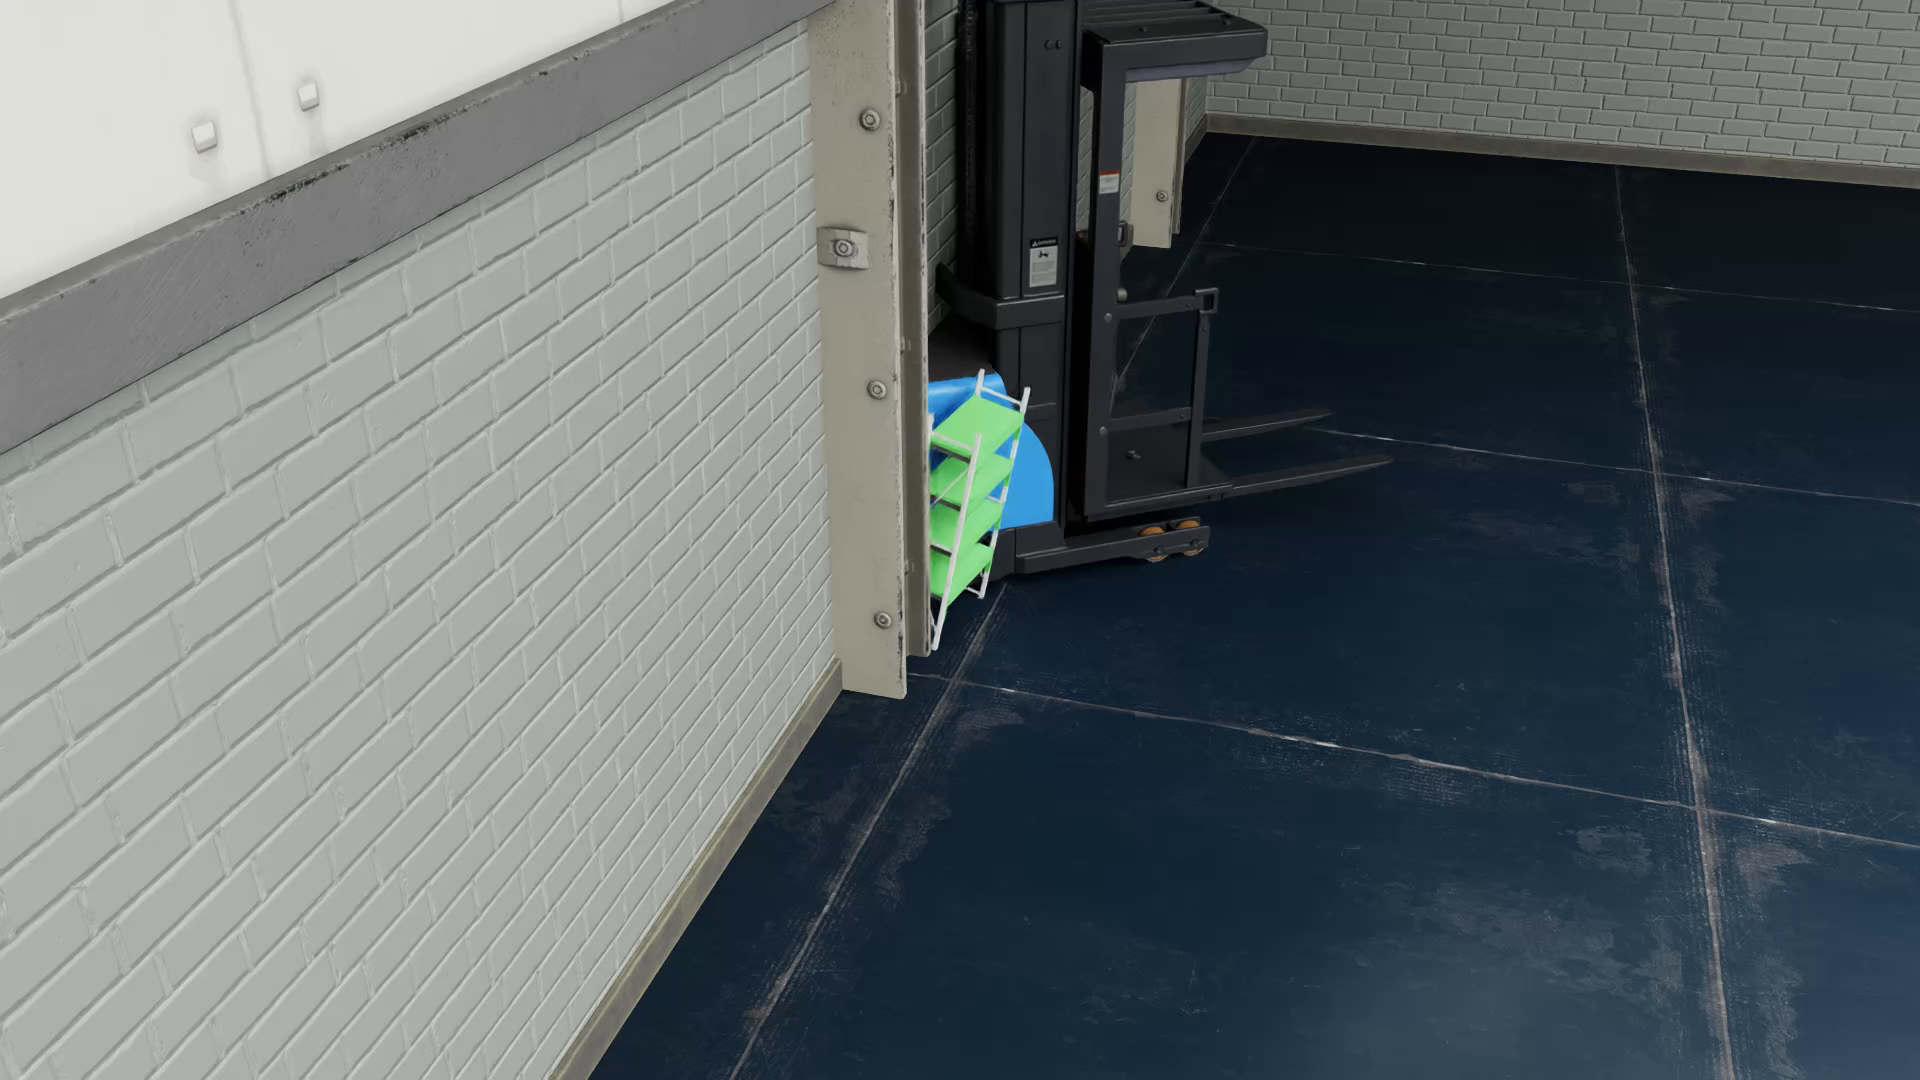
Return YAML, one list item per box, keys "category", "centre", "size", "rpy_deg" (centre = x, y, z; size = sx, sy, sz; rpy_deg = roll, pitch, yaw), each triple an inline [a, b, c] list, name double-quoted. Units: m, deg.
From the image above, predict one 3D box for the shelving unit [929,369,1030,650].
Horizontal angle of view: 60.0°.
- category: "shelving unit"
  centre: [-0.014, -0.097, 7.304]
  size: [0.258, 1.200, 0.503]
  rpy_deg: [23, 36, 16]

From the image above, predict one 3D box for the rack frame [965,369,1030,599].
- category: "rack frame"
  centre: [0.092, -0.207, 7.494]
  size: [0.240, 1.200, 0.015]
  rpy_deg: [23, 36, 16]

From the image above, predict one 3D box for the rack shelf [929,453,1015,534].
- category: "rack shelf"
  centre: [0.016, -0.240, 7.205]
  size: [0.258, 0.148, 0.480]
  rpy_deg: [23, 36, 16]

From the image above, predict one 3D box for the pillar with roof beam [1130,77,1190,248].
- category: "pillar with roof beam"
  centre: [5.544, -5.546, 8.963]
  size: [9.100, 9.000, 0.400]
  rpy_deg: [8, 30, 15]

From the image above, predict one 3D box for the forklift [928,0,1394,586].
- category: "forklift"
  centre: [0.693, -1.407, 7.765]
  size: [3.031, 2.935, 1.130]
  rpy_deg: [-10, 31, -17]

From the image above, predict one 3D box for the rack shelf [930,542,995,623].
- category: "rack shelf"
  centre: [-0.065, 0.149, 7.474]
  size: [0.258, 0.148, 0.480]
  rpy_deg: [23, 36, 16]

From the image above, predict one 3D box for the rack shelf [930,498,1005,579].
- category: "rack shelf"
  centre: [-0.025, -0.045, 7.340]
  size: [0.258, 0.148, 0.480]
  rpy_deg: [23, 36, 16]

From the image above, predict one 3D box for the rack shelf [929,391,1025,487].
- category: "rack shelf"
  centre: [0.056, -0.434, 7.071]
  size: [0.258, 0.148, 0.480]
  rpy_deg: [23, 36, 16]

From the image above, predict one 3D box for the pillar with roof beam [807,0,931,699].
- category: "pillar with roof beam"
  centre: [3.783, -2.758, 3.950]
  size: [9.100, 9.000, 0.400]
  rpy_deg: [8, 30, 15]

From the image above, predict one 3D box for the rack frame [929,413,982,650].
- category: "rack frame"
  centre: [-0.120, 0.013, 7.114]
  size: [0.240, 1.200, 0.015]
  rpy_deg: [23, 36, 16]
